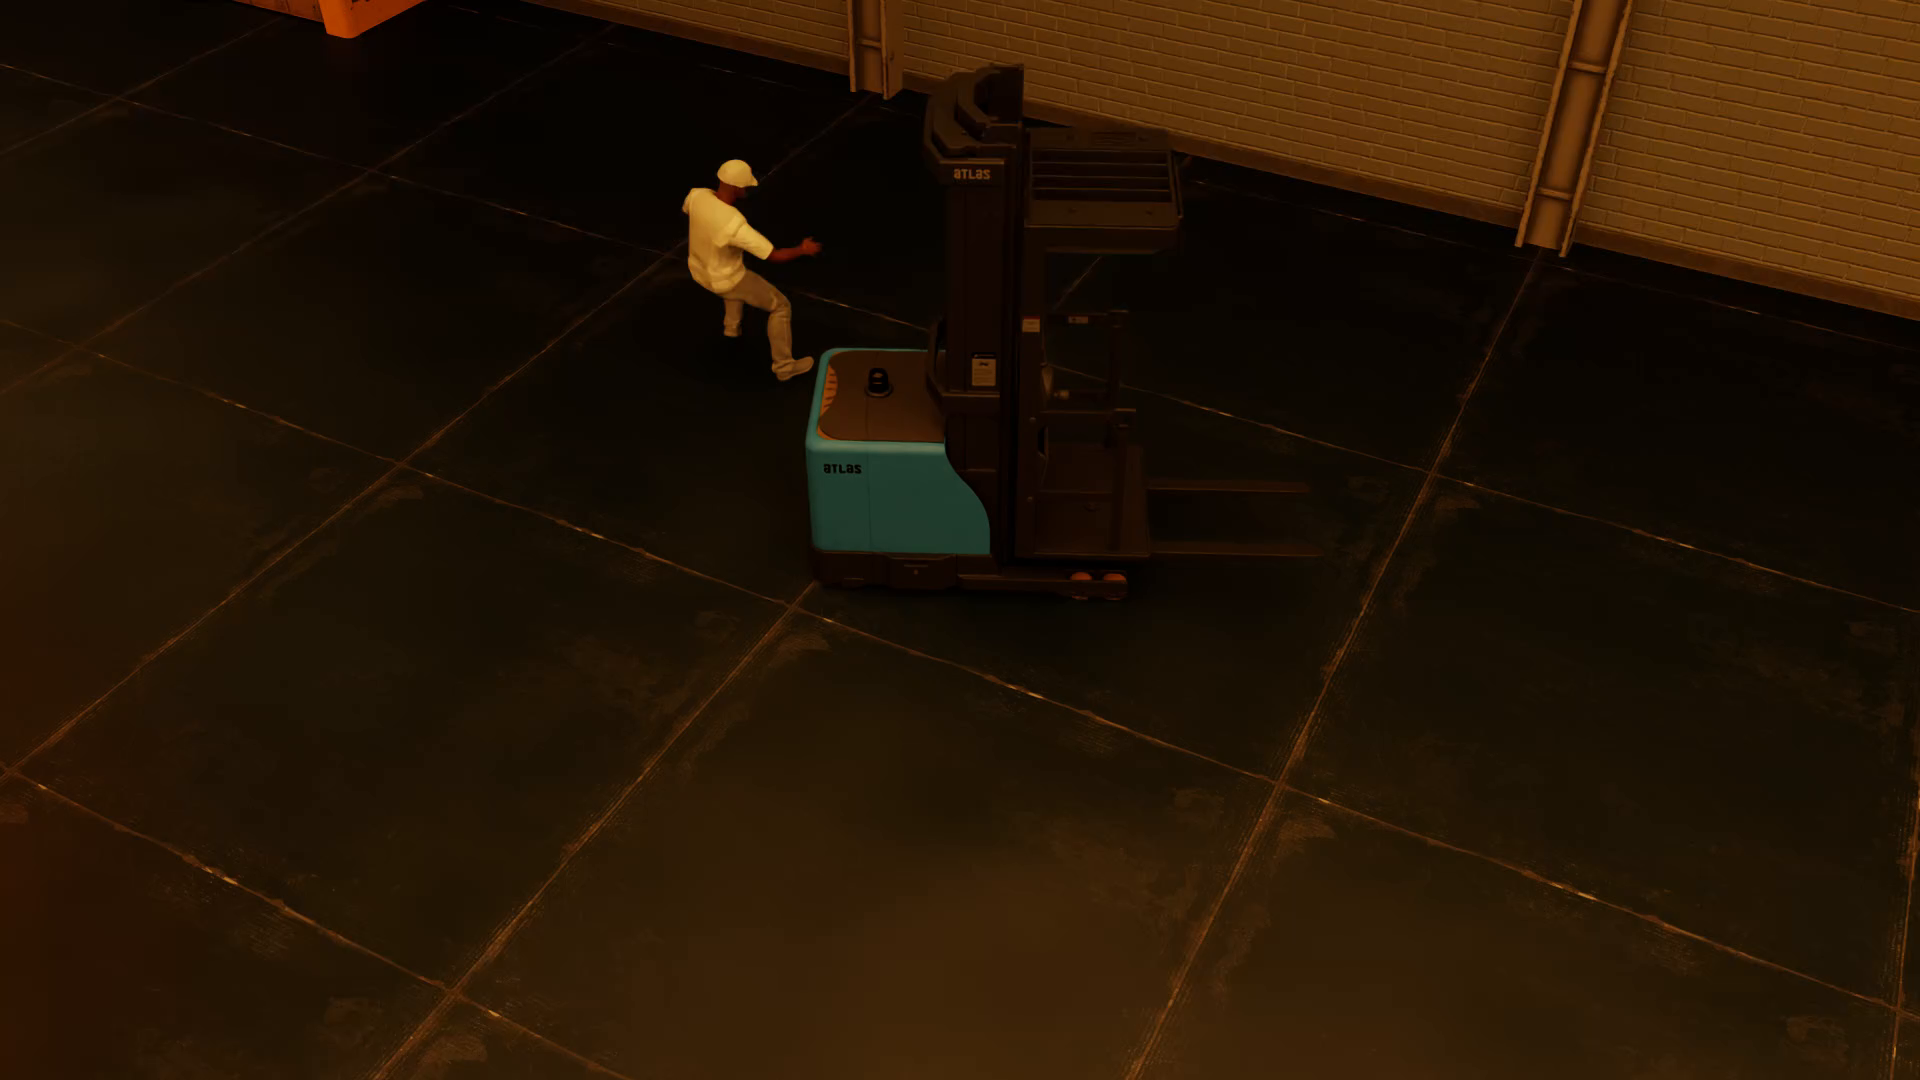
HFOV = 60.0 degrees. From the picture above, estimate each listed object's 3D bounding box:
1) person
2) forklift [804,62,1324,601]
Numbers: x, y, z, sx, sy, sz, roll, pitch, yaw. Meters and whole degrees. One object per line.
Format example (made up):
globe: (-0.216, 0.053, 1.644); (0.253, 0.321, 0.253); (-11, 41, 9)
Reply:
person: (-1.455, -1.940, 11.346); (0.777, 1.578, 0.938); (-32, 50, -32)
forklift: (0.646, -1.114, 9.309); (3.031, 2.935, 1.130); (1, 40, 2)
